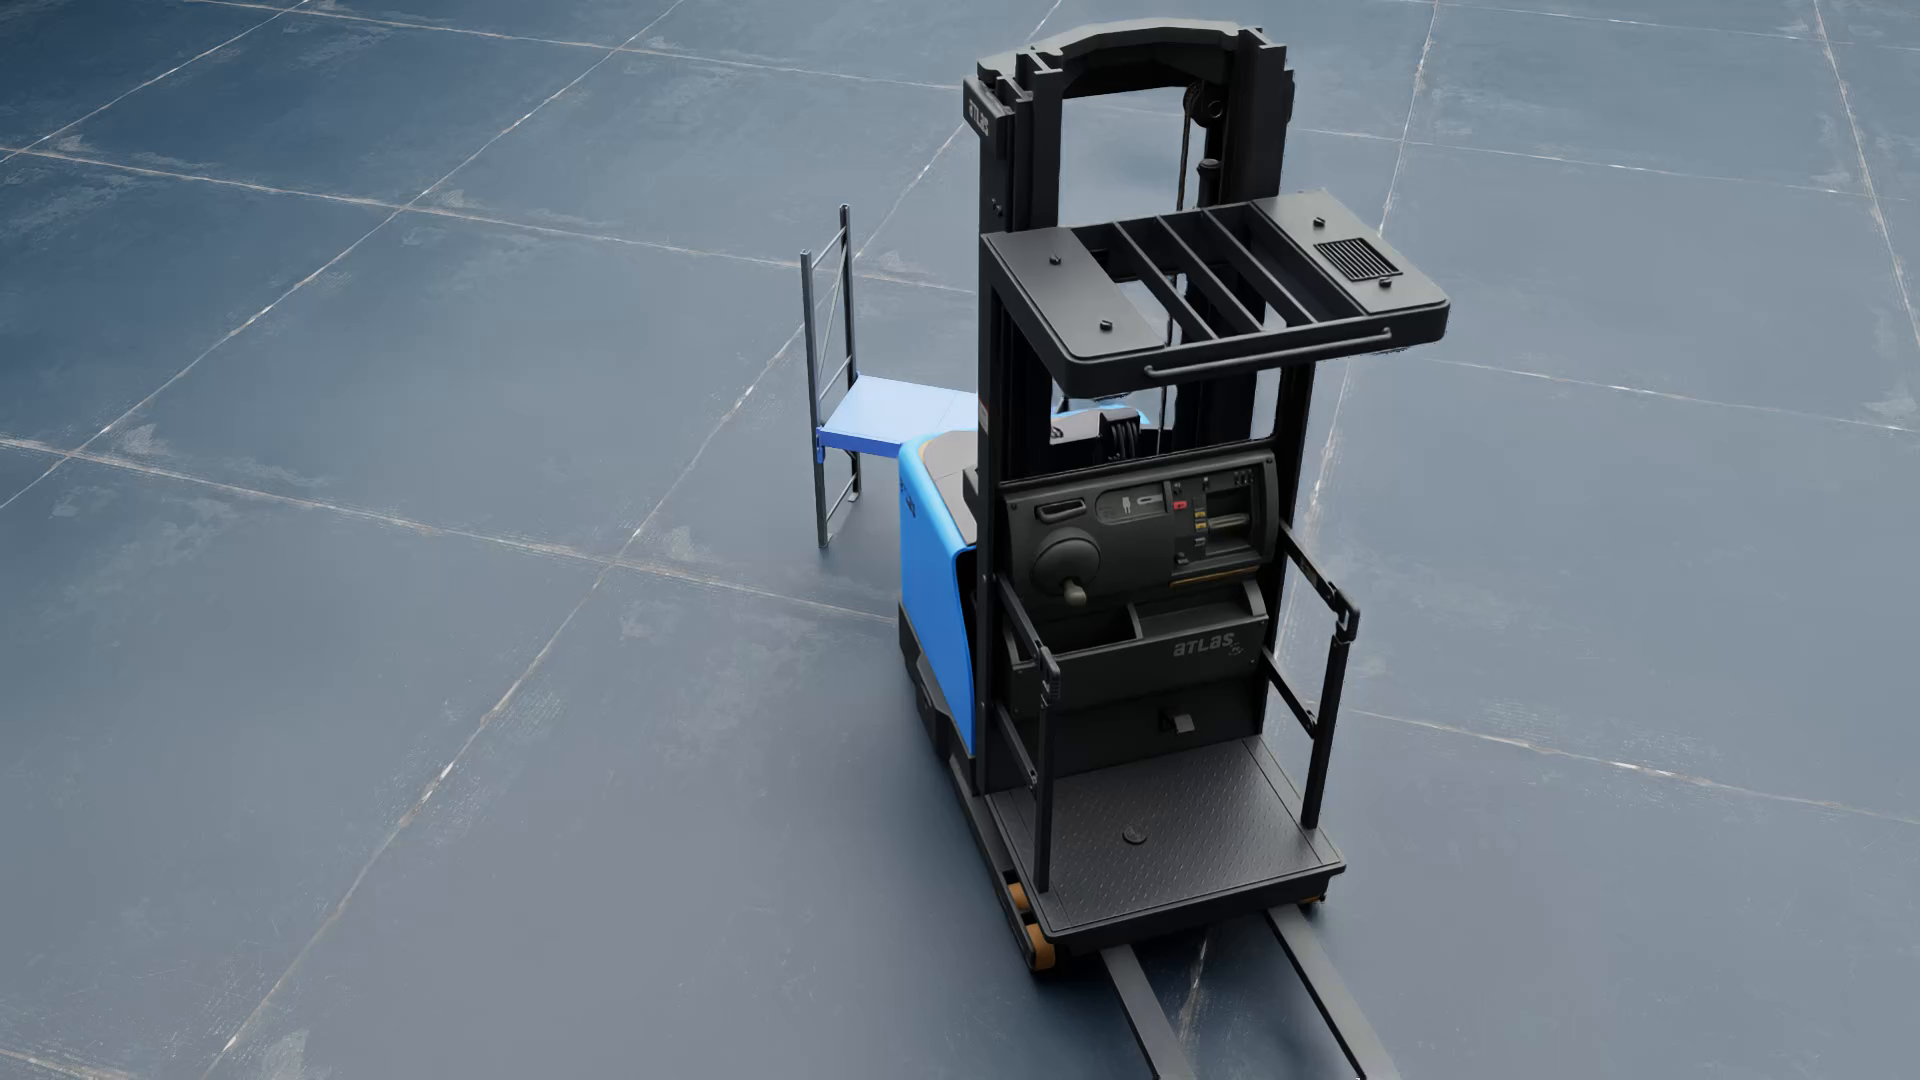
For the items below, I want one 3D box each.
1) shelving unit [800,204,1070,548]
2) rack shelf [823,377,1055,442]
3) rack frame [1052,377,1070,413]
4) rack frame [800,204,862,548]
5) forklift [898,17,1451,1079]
[{"bbox_3d":[-0.081,-0.619,7.326,1.048,1.500,0.500,10,38,14],"label":"shelving unit"},{"bbox_3d":[-0.081,-0.514,7.404,0.952,0.062,0.459,10,38,14],"label":"rack shelf"},{"bbox_3d":[0.404,-0.529,7.204,0.032,1.500,0.500,10,38,14],"label":"rack frame"},{"bbox_3d":[-0.567,-0.709,7.448,0.032,1.500,0.500,10,38,14],"label":"rack frame"},{"bbox_3d":[0.664,0.035,5.230,1.130,2.935,3.031,-10,38,-14],"label":"forklift"}]
